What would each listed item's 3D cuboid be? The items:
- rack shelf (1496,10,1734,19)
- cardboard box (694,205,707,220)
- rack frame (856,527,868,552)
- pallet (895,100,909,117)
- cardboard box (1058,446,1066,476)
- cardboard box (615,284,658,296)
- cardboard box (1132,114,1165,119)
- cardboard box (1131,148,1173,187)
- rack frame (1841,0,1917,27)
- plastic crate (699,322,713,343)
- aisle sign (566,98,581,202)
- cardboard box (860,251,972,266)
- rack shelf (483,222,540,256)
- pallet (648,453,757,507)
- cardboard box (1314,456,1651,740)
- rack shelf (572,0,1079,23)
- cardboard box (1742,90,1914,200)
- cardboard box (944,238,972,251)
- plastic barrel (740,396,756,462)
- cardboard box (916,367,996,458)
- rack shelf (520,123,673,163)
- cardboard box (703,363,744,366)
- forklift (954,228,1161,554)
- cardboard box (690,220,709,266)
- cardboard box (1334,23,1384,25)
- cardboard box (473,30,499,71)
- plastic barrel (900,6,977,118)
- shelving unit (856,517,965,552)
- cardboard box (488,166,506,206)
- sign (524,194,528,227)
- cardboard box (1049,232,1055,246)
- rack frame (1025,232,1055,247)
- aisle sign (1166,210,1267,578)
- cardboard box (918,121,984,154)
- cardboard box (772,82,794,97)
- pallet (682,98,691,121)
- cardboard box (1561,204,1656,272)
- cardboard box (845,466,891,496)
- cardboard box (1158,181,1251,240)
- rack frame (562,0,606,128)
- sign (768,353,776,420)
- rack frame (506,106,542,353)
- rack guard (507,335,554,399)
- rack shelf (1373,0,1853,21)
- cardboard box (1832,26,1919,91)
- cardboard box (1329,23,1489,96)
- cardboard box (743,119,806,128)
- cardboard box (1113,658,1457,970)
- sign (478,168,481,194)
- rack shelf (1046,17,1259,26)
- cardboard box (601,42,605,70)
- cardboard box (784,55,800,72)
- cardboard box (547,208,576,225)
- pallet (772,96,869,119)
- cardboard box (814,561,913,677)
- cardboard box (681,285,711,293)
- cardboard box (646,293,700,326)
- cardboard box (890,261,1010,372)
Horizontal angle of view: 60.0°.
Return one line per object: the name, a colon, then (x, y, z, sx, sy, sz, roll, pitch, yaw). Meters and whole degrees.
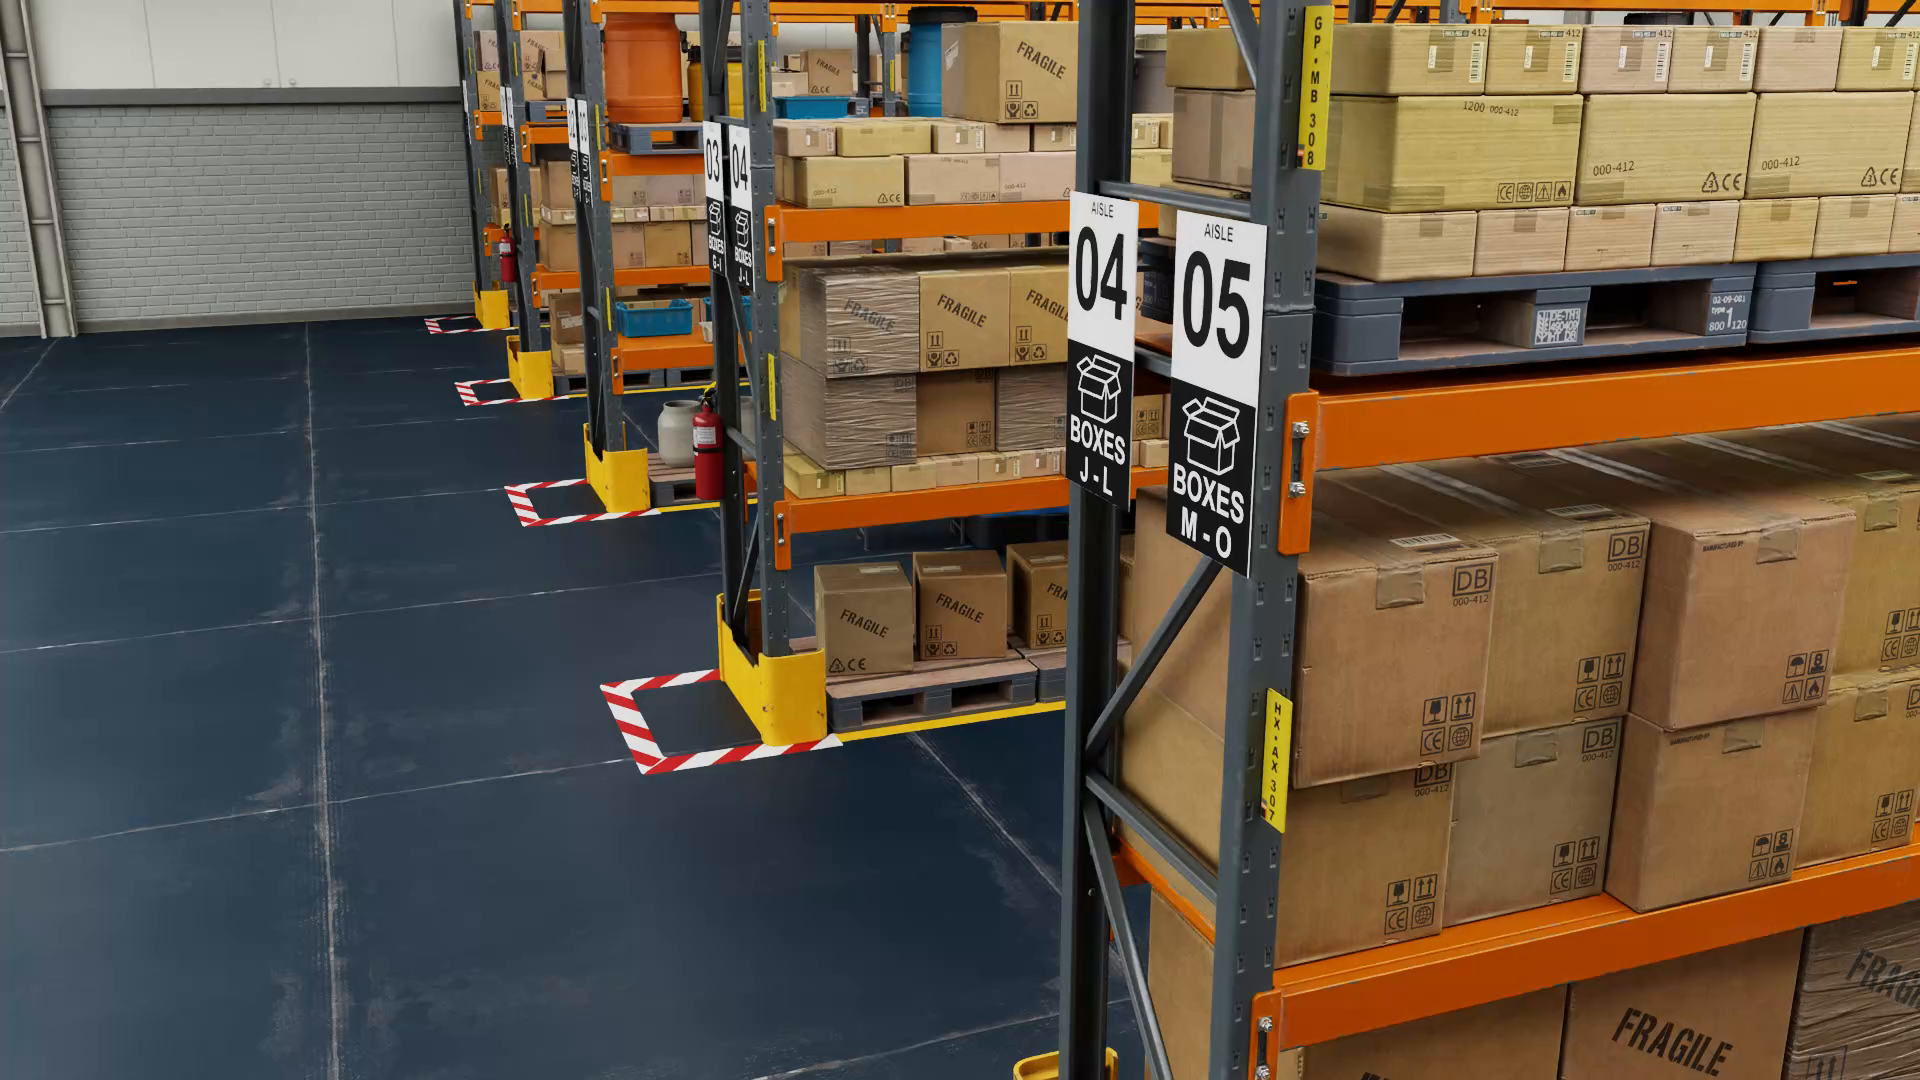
rack shelf: (8.392, -7.047, 21.907, 4.000, 0.370, 1.077, -6, 17, -20)
cardboard box: (-2.802, -3.600, 18.207, 0.250, 0.149, 0.380, -6, 17, -20)
rack frame: (-0.734, -0.687, 12.276, 0.023, 1.500, 0.400, -4, 17, -12)
pallet: (-0.127, -4.947, 19.135, 1.217, 0.209, 0.805, -7, 18, -22)
cardboard box: (0.647, -0.468, 9.314, 0.250, 0.149, 0.380, -6, 17, -20)
cardboard box: (-4.544, -3.583, 23.130, 0.500, 0.500, 0.700, -7, 18, -24)
cardboard box: (0.977, -2.366, 9.565, 0.250, 0.149, 0.380, -7, 18, -21)
cardboard box: (0.830, -2.001, 9.031, 0.500, 0.250, 0.500, -6, 17, -18)
rack frame: (6.330, -4.182, 10.868, 0.127, 3.000, 1.000, -6, 17, -20)
plastic crate: (-1.962, -1.679, 13.460, 0.250, 0.136, 0.298, -6, 17, -20)
aisle sign: (-3.086, -3.118, 13.279, 0.004, 0.787, 0.394, -6, 17, -20)
cardboard box: (-0.250, -1.340, 9.357, 0.500, 0.500, 0.500, -6, 17, -20)
rack shelf: (-4.590, -4.263, 23.068, 4.000, 0.370, 1.077, -6, 17, -20)
pallet: (-2.098, -0.563, 14.139, 1.213, 0.211, 1.003, -6, 17, -20)
cardboard box: (1.381, 0.121, 4.679, 0.550, 0.550, 0.875, -6, 17, -20)
rack shelf: (-1.045, -4.343, 13.403, 4.000, 0.370, 1.077, -6, 17, -20)
cardboard box: (2.027, -1.025, 4.256, 0.500, 0.250, 0.500, -6, 18, -21)
cardboard box: (-0.046, -3.422, 19.373, 0.250, 0.149, 0.380, -6, 17, -20)
plastic barrel: (-1.857, -0.945, 14.162, 0.421, 0.512, 0.421, 0, 16, 0)
cardboard box: (-0.193, -0.818, 9.354, 0.500, 0.500, 0.875, -6, 17, -20)
rack shelf: (-2.814, -4.399, 18.209, 4.000, 0.370, 1.077, -6, 17, -20)
cardboard box: (-2.700, -2.132, 18.670, 0.500, 0.250, 0.500, -6, 17, -20)
forklift: (1.497, -1.504, 12.516, 3.031, 2.935, 1.130, -4, 17, -12)
cardboard box: (-2.796, -3.352, 18.512, 0.500, 0.500, 0.700, -6, 17, -18)
cardboard box: (2.266, -2.657, 9.408, 0.500, 0.500, 0.500, -7, 18, -22)
cardboard box: (-6.011, -6.358, 21.615, 0.500, 0.500, 0.500, -8, 18, -24)
plastic barrel: (-0.145, -4.012, 13.979, 0.708, 0.901, 0.600, -6, 17, -20)
shelving unit: (-0.378, -0.710, 12.355, 0.755, 1.500, 0.431, -4, 17, -12)
cardboard box: (-6.093, -4.807, 22.545, 0.500, 0.500, 0.500, -6, 18, -21)
sign: (-4.488, -3.410, 17.211, 0.005, 0.325, 0.100, -6, 17, -20)
cardboard box: (1.228, -3.785, 19.985, 0.500, 0.500, 0.500, -7, 18, -23)
rack frame: (0.823, -2.203, 14.777, 0.127, 3.000, 1.000, -6, 17, -20)
aisle sign: (0.581, -0.343, 3.828, 0.004, 0.787, 0.394, -6, 17, -20)
cardboard box: (-0.052, -2.090, 8.625, 0.250, 0.149, 0.380, -5, 17, -18)
cardboard box: (-1.975, -4.901, 18.092, 0.250, 0.149, 0.380, -6, 17, -20)
pallet: (-2.871, -4.689, 18.075, 1.213, 0.211, 1.003, -6, 17, -20)
cardboard box: (1.447, -0.751, 4.032, 0.250, 0.149, 0.380, -6, 17, -20)
cardboard box: (-0.548, -0.362, 8.955, 0.250, 0.149, 0.380, -6, 17, -20)
cardboard box: (0.729, -0.873, 4.445, 0.250, 0.149, 0.380, -6, 17, -20)
rack frame: (-2.913, -4.678, 12.559, 0.127, 3.000, 1.000, -6, 17, -20)
sign: (-0.946, -0.769, 8.358, 0.005, 0.325, 0.100, -6, 17, -20)
rack frame: (-4.681, -3.104, 17.843, 0.127, 3.000, 1.000, -6, 17, -20)
rack guard: (-4.704, -1.902, 18.187, 0.348, 0.500, 1.175, -6, 17, -20)
rack shelf: (4.462, -3.443, 10.339, 4.000, 0.370, 1.077, -6, 17, -20)
cardboard box: (2.153, -1.210, 4.180, 0.250, 0.149, 0.380, -6, 18, -21)
cardboard box: (0.966, -1.082, 3.744, 0.250, 0.149, 0.380, -6, 17, -19)
cardboard box: (-0.993, -2.166, 8.884, 0.250, 0.149, 0.380, -6, 17, -20)
cardboard box: (0.870, 0.697, 4.635, 0.550, 0.550, 0.875, -6, 17, -20)
sign: (-6.263, -4.679, 21.672, 0.005, 0.325, 0.100, -6, 17, -20)
rack shelf: (2.880, -7.756, 25.026, 4.000, 0.370, 1.077, -6, 17, -20)
cardboard box: (-4.702, -6.646, 22.595, 0.500, 0.500, 0.500, -6, 17, -20)
cardboard box: (-2.183, -6.533, 23.274, 0.500, 0.500, 0.500, -4, 17, -12)
cardboard box: (-4.238, -3.446, 17.680, 0.250, 0.149, 0.380, -6, 18, -20)
pallet: (-1.734, -4.811, 18.491, 1.213, 0.211, 1.003, -6, 17, -20)
cardboard box: (-0.551, 0.442, 9.459, 0.500, 0.500, 0.500, -3, 17, -10)
cardboard box: (-2.891, -2.633, 19.044, 0.500, 0.500, 0.500, -6, 17, -20)
cardboard box: (-3.173, -2.446, 18.407, 0.500, 0.500, 0.500, -6, 17, -20)
cardboard box: (-0.060, -1.200, 8.880, 0.500, 0.500, 0.500, -6, 17, -20)
